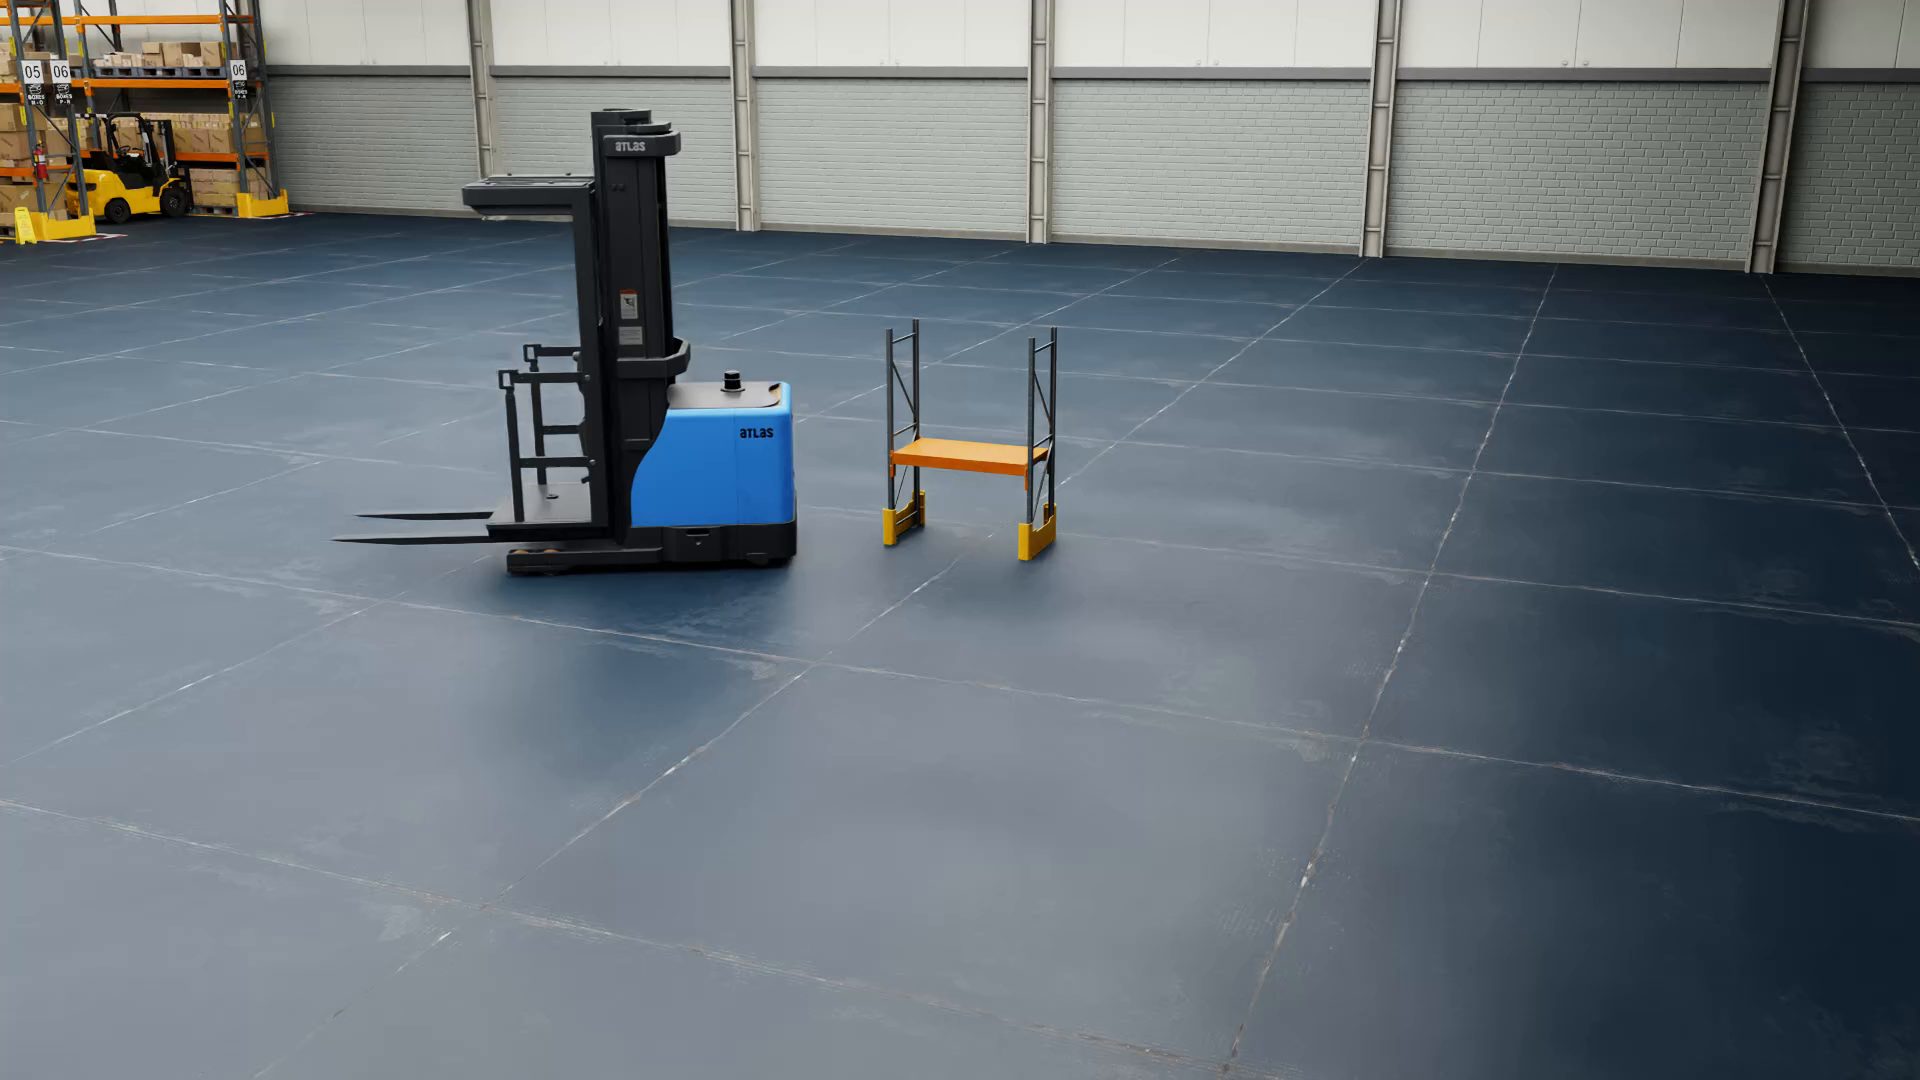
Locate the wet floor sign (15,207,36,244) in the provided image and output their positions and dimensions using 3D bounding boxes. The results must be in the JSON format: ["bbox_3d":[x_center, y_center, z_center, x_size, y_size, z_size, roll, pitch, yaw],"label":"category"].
[{"bbox_3d":[-17.018,-5.719,30.216,0.232,0.644,0.267,14,21,40],"label":"wet floor sign"}]

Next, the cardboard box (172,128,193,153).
[{"bbox_3d":[-16.494,-8.572,35.642,0.500,0.500,0.500,6,17,20],"label":"cardboard box"}]

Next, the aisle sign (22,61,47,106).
[{"bbox_3d":[-16.851,-8.313,30.267,0.004,0.787,0.394,6,17,21],"label":"aisle sign"}]

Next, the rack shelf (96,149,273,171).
[{"bbox_3d":[-16.845,-8.293,36.151,4.000,0.370,1.077,6,17,21],"label":"rack shelf"}]

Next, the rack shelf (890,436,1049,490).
[{"bbox_3d":[0.079,-0.539,11.485,1.000,0.185,0.538,6,17,21],"label":"rack shelf"}]

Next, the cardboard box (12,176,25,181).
[{"bbox_3d":[-21.240,-8.182,37.982,0.625,0.625,0.875,7,18,22],"label":"cardboard box"}]

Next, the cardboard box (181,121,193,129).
[{"bbox_3d":[-16.369,-8.861,35.473,0.250,0.149,0.380,6,17,19],"label":"cardboard box"}]

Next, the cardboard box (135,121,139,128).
[{"bbox_3d":[-17.565,-8.985,35.900,0.250,0.149,0.380,6,17,20],"label":"cardboard box"}]

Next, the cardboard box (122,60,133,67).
[{"bbox_3d":[-17.684,-10.210,35.600,0.250,0.149,0.380,7,18,22],"label":"cardboard box"}]

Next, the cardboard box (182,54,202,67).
[{"bbox_3d":[-16.102,-10.092,34.984,0.258,0.266,0.396,6,17,21],"label":"cardboard box"}]

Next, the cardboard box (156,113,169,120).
[{"bbox_3d":[-17.052,-9.104,35.777,0.250,0.149,0.380,6,17,21],"label":"cardboard box"}]

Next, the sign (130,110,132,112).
[{"bbox_3d":[-18.503,-9.441,37.120,0.005,0.325,0.100,6,17,21],"label":"sign"}]

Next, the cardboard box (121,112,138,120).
[{"bbox_3d":[-18.001,-9.209,36.139,0.250,0.149,0.380,6,17,20],"label":"cardboard box"}]

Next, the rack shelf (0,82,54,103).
[{"bbox_3d":[-18.663,-8.446,31.297,4.000,0.370,1.077,6,17,21],"label":"rack shelf"}]

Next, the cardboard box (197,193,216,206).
[{"bbox_3d":[-15.996,-7.335,35.738,0.500,0.250,0.500,6,17,21],"label":"cardboard box"}]

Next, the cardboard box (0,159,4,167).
[{"bbox_3d":[-17.735,-7.038,30.986,0.250,0.149,0.380,6,17,20],"label":"cardboard box"}]

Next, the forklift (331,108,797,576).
[{"bbox_3d":[-2.640,-1.327,10.987,3.031,2.935,1.130,-1,16,-5],"label":"forklift"}]

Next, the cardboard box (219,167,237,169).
[{"bbox_3d":[-15.828,-7.944,36.043,0.500,0.250,0.500,6,17,21],"label":"cardboard box"}]

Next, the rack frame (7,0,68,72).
[{"bbox_3d":[-16.802,-10.028,30.074,0.127,3.000,1.000,6,17,21],"label":"rack frame"}]

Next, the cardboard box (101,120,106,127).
[{"bbox_3d":[-18.505,-9.102,36.304,0.250,0.149,0.380,6,17,20],"label":"cardboard box"}]

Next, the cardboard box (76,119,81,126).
[{"bbox_3d":[-19.351,-9.202,36.648,0.250,0.149,0.380,6,17,20],"label":"cardboard box"}]

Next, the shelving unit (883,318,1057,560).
[{"bbox_3d":[0.071,-0.712,11.438,1.083,1.500,0.587,6,17,21],"label":"shelving unit"}]

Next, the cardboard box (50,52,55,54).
[{"bbox_3d":[-20.182,-10.580,36.585,0.500,0.311,0.500,6,17,19],"label":"cardboard box"}]

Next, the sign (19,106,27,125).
[{"bbox_3d":[-17.024,-7.712,30.216,0.005,0.325,0.100,6,17,21],"label":"sign"}]

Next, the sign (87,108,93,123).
[{"bbox_3d":[-18.895,-9.220,36.117,0.005,0.325,0.100,6,17,21],"label":"sign"}]

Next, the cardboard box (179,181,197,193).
[{"bbox_3d":[-16.502,-7.626,35.843,0.500,0.250,0.500,6,17,19],"label":"cardboard box"}]

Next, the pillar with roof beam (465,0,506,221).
[{"bbox_3d":[-11.299,-9.890,29.600,0.400,9.000,9.100,6,17,21],"label":"pillar with roof beam"}]

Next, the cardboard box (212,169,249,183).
[{"bbox_3d":[-15.527,-7.762,35.415,0.500,0.250,0.500,7,18,22],"label":"cardboard box"}]

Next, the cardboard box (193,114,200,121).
[{"bbox_3d":[-16.093,-9.000,35.420,0.250,0.149,0.380,6,17,21],"label":"cardboard box"}]

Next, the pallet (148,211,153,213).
[{"bbox_3d":[-17.981,-7.412,36.827,1.213,0.211,1.003,6,17,21],"label":"pallet"}]

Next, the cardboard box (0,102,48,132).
[{"bbox_3d":[-17.357,-7.813,30.701,0.500,0.500,0.700,6,17,19],"label":"cardboard box"}]

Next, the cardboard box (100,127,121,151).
[{"bbox_3d":[-18.388,-8.778,36.352,0.500,0.500,0.500,6,17,19],"label":"cardboard box"}]

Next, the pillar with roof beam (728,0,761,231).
[{"bbox_3d":[-5.718,-9.276,27.486,0.400,9.000,9.100,6,17,21],"label":"pillar with roof beam"}]

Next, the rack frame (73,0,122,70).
[{"bbox_3d":[-18.705,-11.725,35.919,0.127,3.000,1.000,6,17,21],"label":"rack frame"}]

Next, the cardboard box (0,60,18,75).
[{"bbox_3d":[-17.377,-8.640,30.411,0.500,0.250,0.500,6,17,20],"label":"cardboard box"}]

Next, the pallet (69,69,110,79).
[{"bbox_3d":[-19.531,-10.279,36.663,1.217,0.209,0.805,6,17,18],"label":"pallet"}]

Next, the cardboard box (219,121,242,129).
[{"bbox_3d":[-15.410,-8.757,35.114,0.250,0.149,0.380,7,17,21],"label":"cardboard box"}]

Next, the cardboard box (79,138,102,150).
[{"bbox_3d":[-19.270,-8.755,36.720,0.500,0.250,0.500,7,17,22],"label":"cardboard box"}]
